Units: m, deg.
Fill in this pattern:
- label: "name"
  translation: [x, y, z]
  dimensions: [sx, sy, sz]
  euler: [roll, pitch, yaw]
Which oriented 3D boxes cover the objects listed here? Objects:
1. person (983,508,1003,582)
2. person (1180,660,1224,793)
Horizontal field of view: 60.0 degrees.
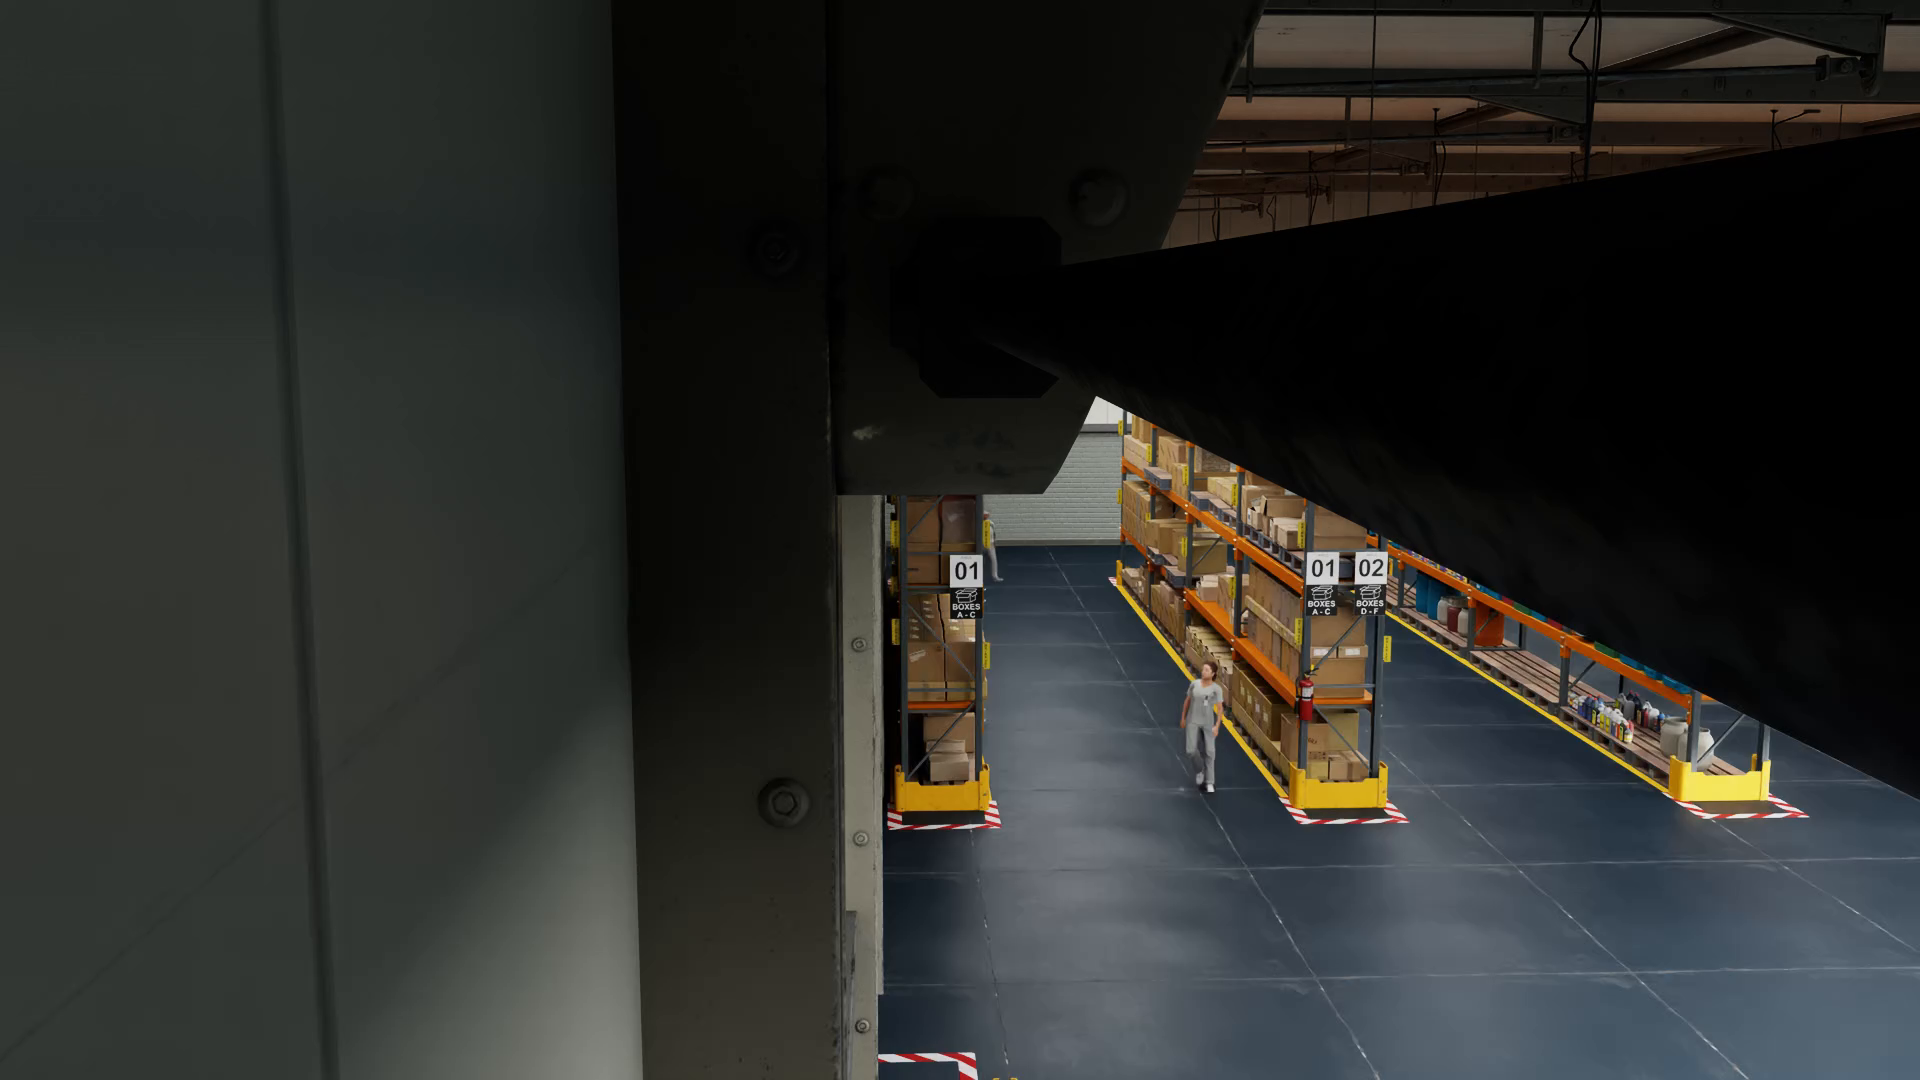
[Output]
- label: "person"
  translation: [0.569, 0.099, 36.763]
  dimensions: [0.556, 1.629, 1.025]
  euler: [-5, 10, -32]
- label: "person"
  translation: [3.103, 2.380, 21.321]
  dimensions: [0.531, 1.664, 0.530]
  euler: [1, 8, 4]
